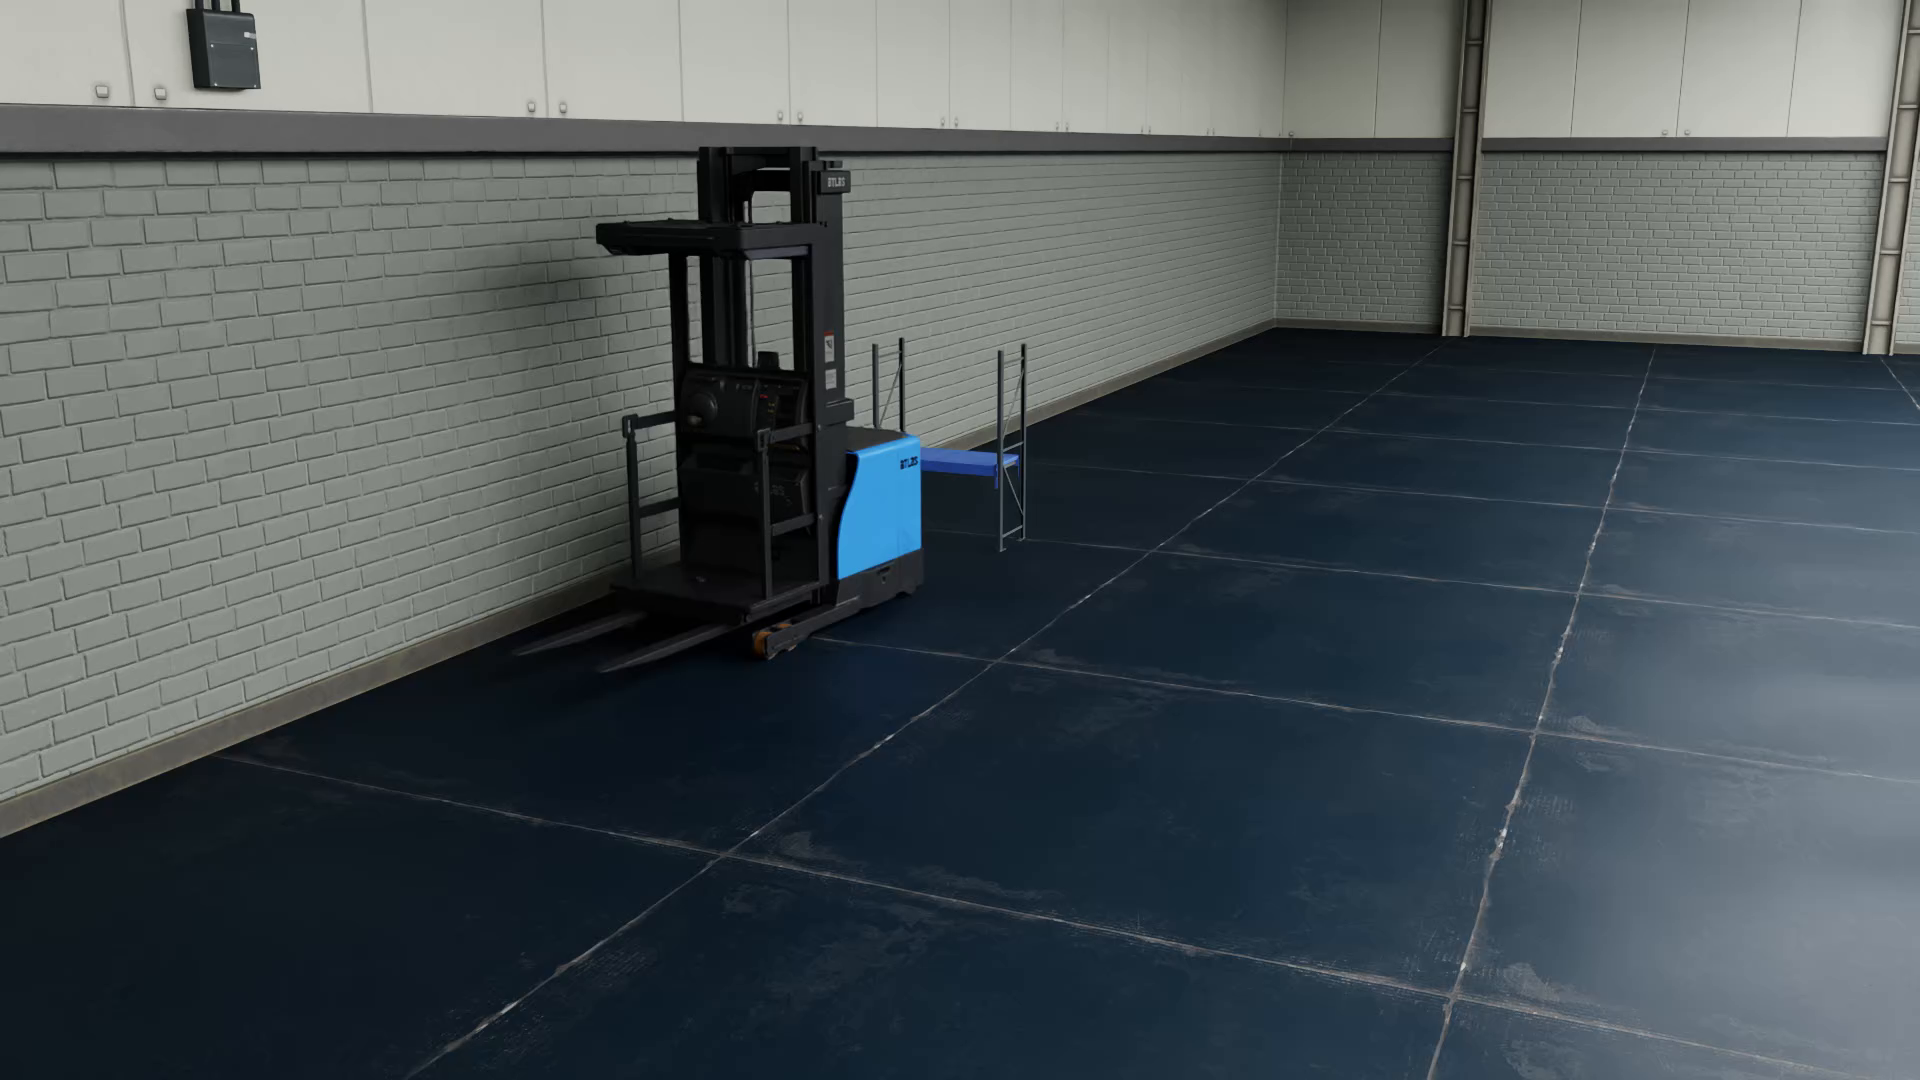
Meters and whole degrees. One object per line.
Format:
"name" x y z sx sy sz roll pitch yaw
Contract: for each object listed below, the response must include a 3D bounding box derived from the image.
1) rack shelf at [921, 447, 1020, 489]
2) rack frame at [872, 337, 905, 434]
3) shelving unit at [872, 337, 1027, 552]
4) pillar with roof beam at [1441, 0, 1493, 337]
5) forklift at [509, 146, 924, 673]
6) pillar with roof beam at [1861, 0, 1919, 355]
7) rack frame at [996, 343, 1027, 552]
"rack shelf" -0.078 -0.563 12.658 1.000 0.185 0.538 6 14 23
"rack frame" -0.543 -0.785 12.818 0.032 1.500 0.500 6 14 23
"shelving unit" -0.078 -0.738 12.617 1.048 1.500 0.538 6 14 23
"pillar with roof beam" 6.243 -6.778 21.942 0.400 9.000 9.100 6 14 23
"forklift" -1.424 -0.846 9.945 1.130 2.935 3.031 8 15 29
"pillar with roof beam" 11.729 -6.223 19.576 0.400 9.000 9.100 6 14 23
"rack frame" 0.387 -0.691 12.417 0.032 1.500 0.500 6 14 23
